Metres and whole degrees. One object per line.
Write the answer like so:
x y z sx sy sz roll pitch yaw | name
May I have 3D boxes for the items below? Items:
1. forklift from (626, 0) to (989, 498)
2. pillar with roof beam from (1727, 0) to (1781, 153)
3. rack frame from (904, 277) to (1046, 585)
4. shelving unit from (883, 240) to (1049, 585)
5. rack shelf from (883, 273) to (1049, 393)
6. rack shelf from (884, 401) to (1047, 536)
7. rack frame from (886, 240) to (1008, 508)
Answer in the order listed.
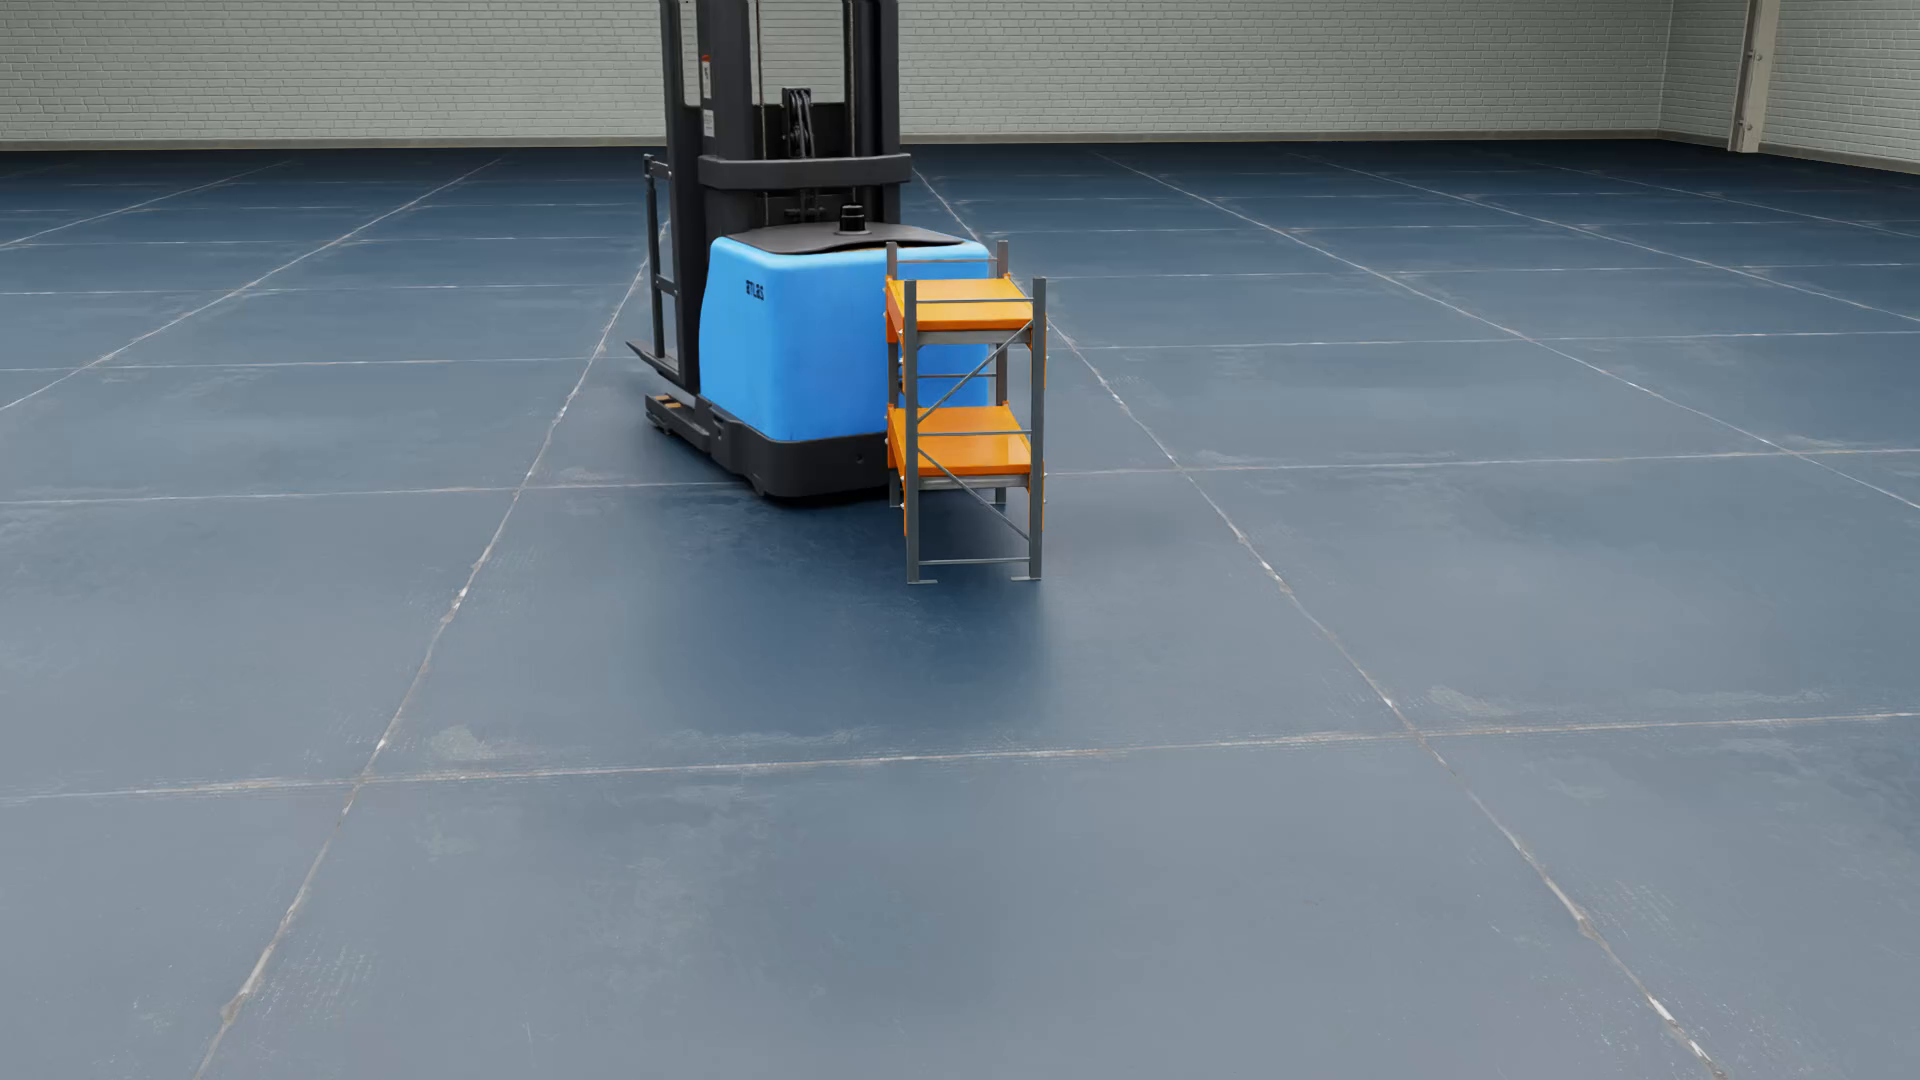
-0.958 -1.974 8.071 1.130 2.935 3.031 -8 19 -25 | forklift
8.005 -10.253 24.312 9.100 9.000 0.400 -2 18 -6 | pillar with roof beam
0.053 -0.383 6.020 0.500 1.125 0.032 -2 18 -6 | rack frame
0.001 -0.535 6.502 0.538 1.125 1.048 -2 18 -6 | shelving unit
0.001 -0.814 6.414 0.538 0.278 1.000 -2 18 -6 | rack shelf
0.001 -0.301 6.575 0.538 0.278 1.000 -2 18 -6 | rack shelf
-0.052 -0.686 6.985 0.500 1.125 0.032 -2 18 -6 | rack frame
